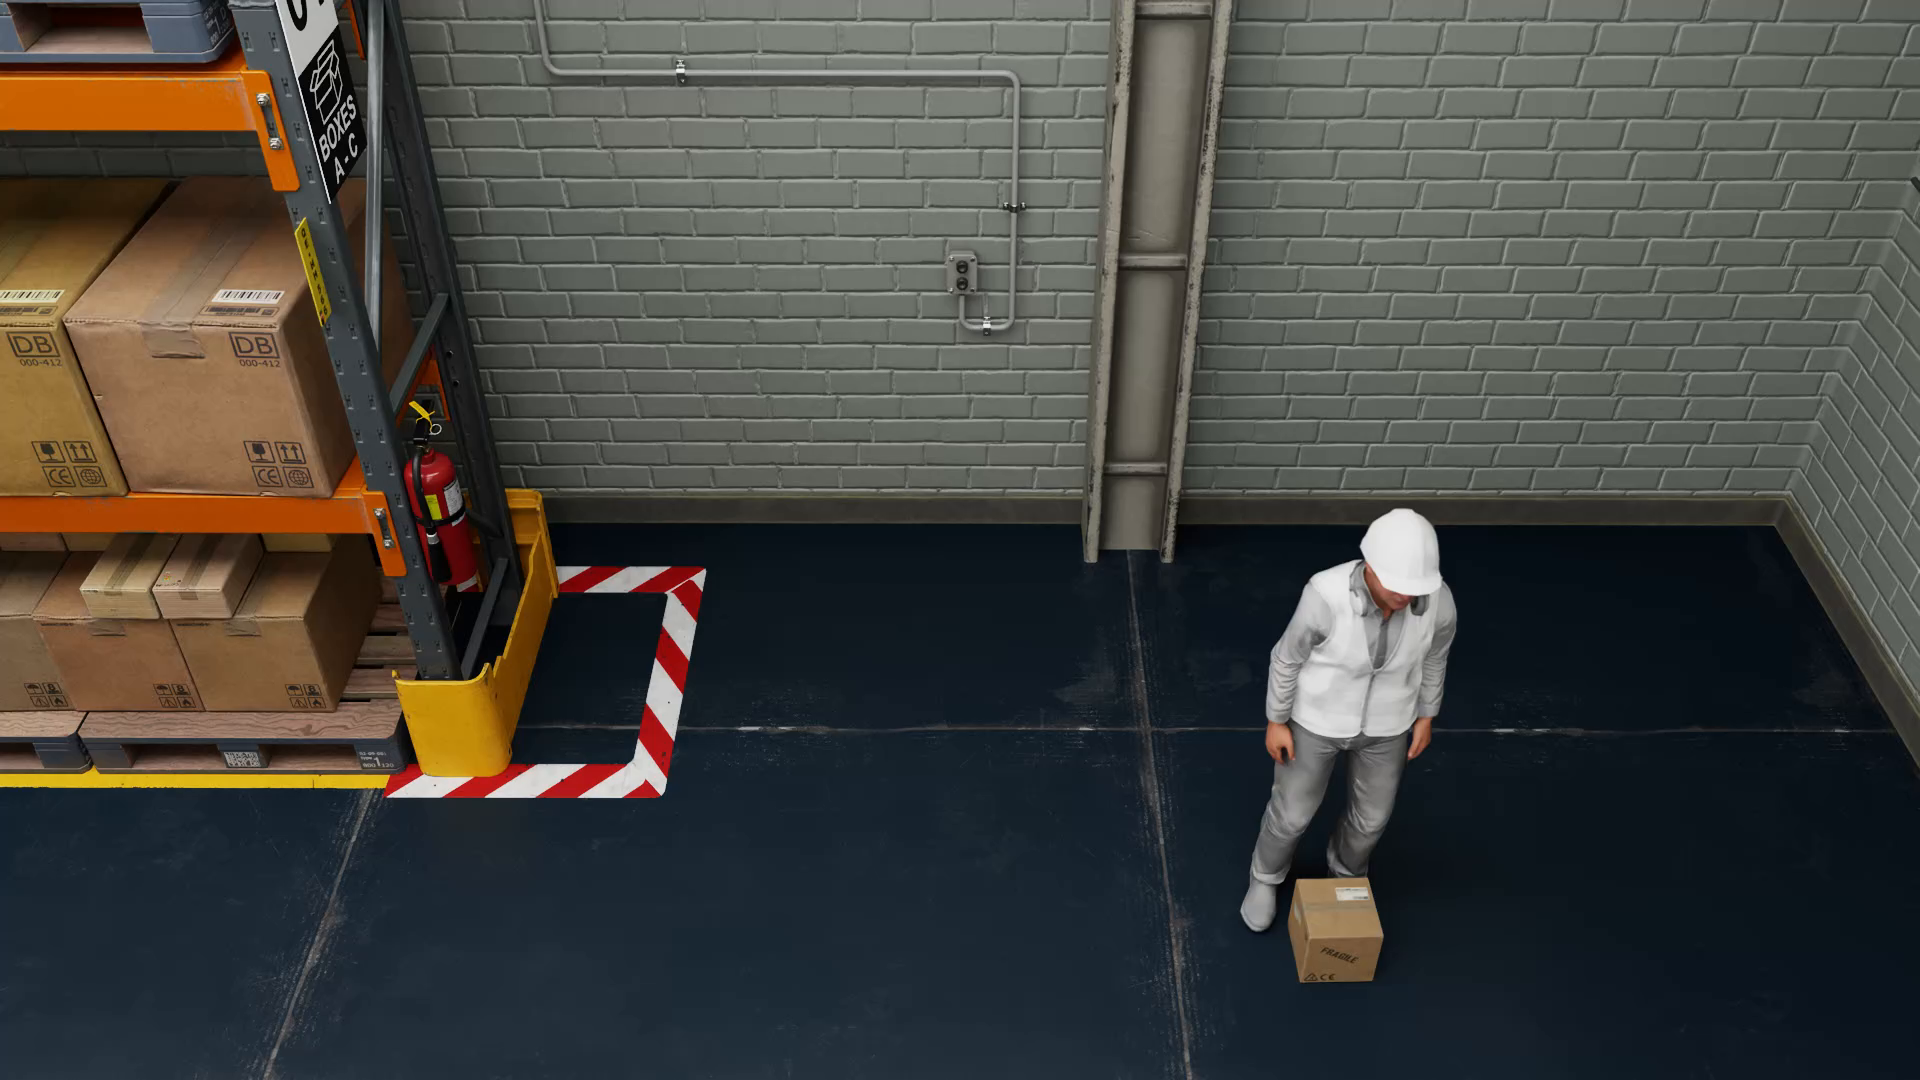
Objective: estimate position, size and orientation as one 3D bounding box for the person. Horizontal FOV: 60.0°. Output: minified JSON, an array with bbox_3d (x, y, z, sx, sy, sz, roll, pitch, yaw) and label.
[{"bbox_3d":[1.277,0.583,5.424,0.578,1.770,0.466,-2,39,-2],"label":"person"}]
